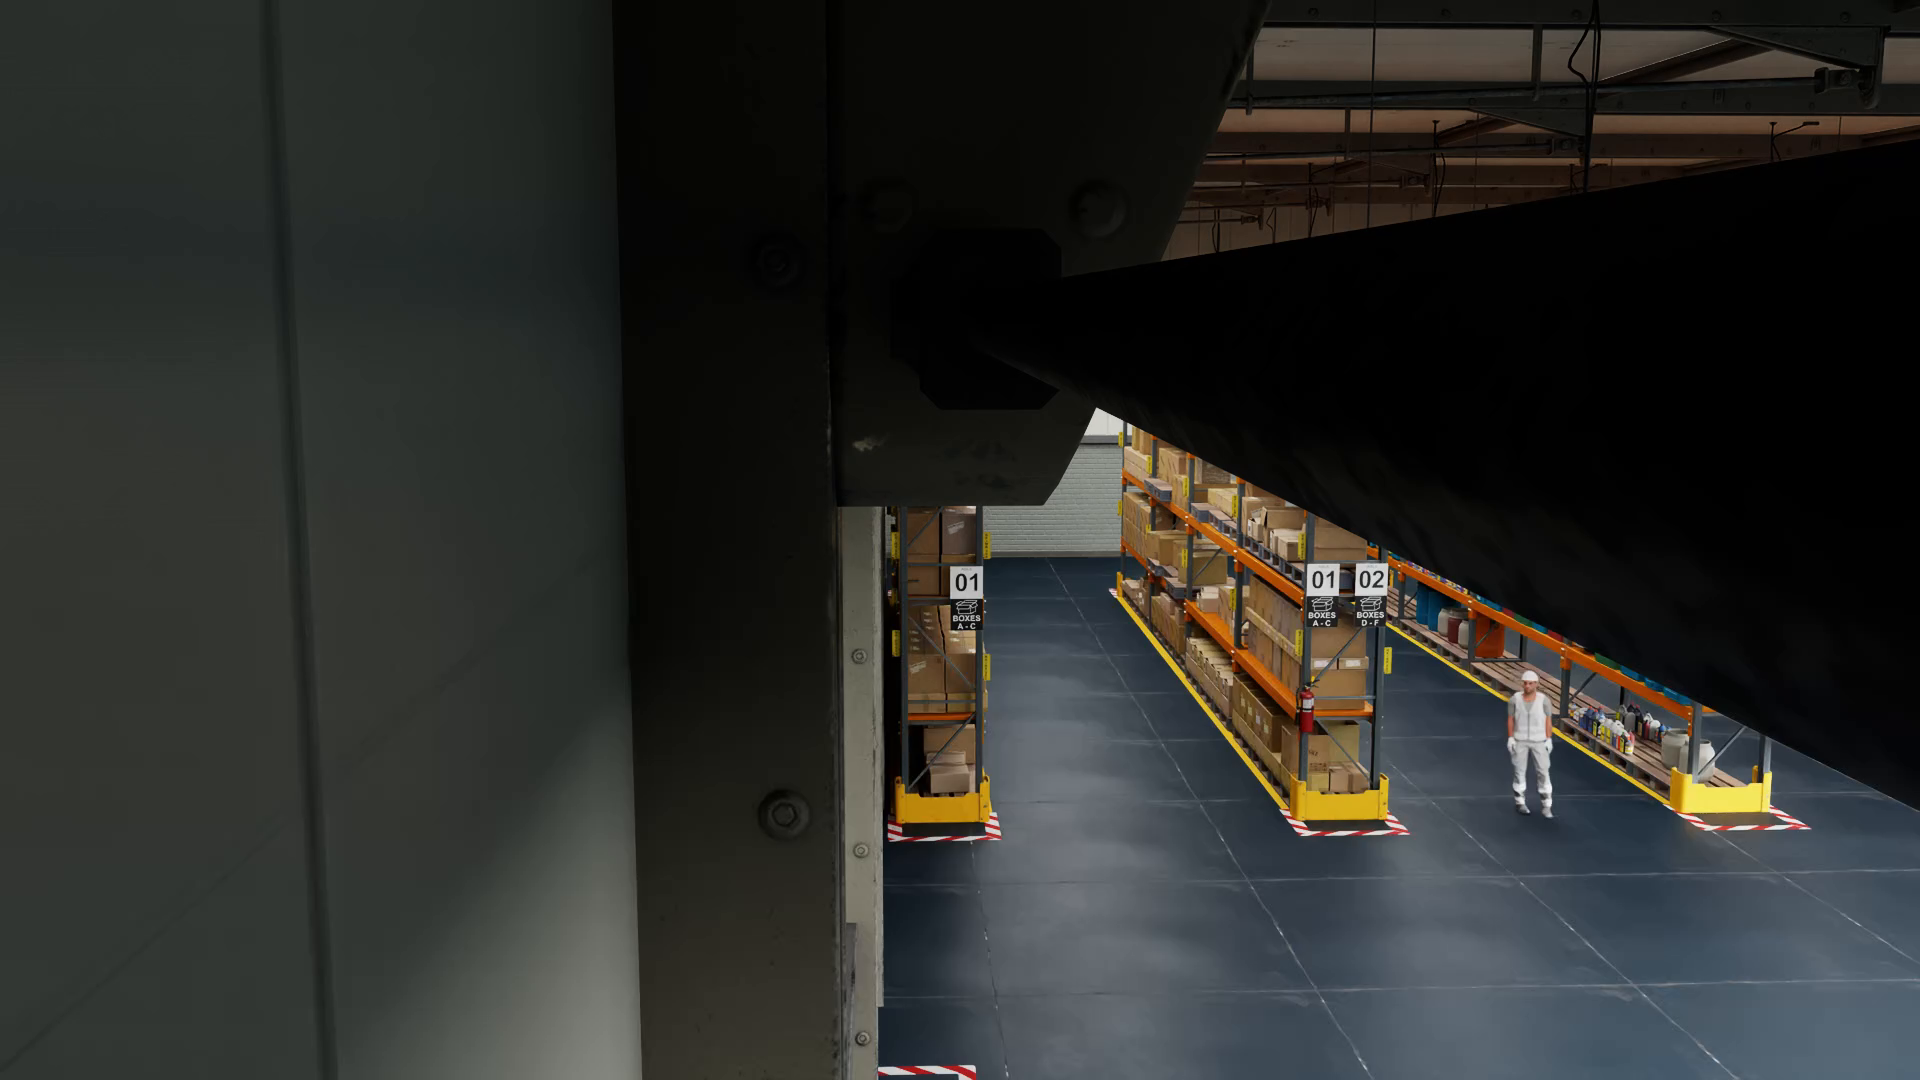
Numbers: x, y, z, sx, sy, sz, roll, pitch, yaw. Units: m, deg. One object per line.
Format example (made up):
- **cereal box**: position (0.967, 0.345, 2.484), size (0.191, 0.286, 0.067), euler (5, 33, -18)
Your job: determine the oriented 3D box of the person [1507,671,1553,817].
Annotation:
- **person**: position (7.135, 2.533, 20.792), size (0.598, 1.793, 0.412), euler (3, 9, 21)
